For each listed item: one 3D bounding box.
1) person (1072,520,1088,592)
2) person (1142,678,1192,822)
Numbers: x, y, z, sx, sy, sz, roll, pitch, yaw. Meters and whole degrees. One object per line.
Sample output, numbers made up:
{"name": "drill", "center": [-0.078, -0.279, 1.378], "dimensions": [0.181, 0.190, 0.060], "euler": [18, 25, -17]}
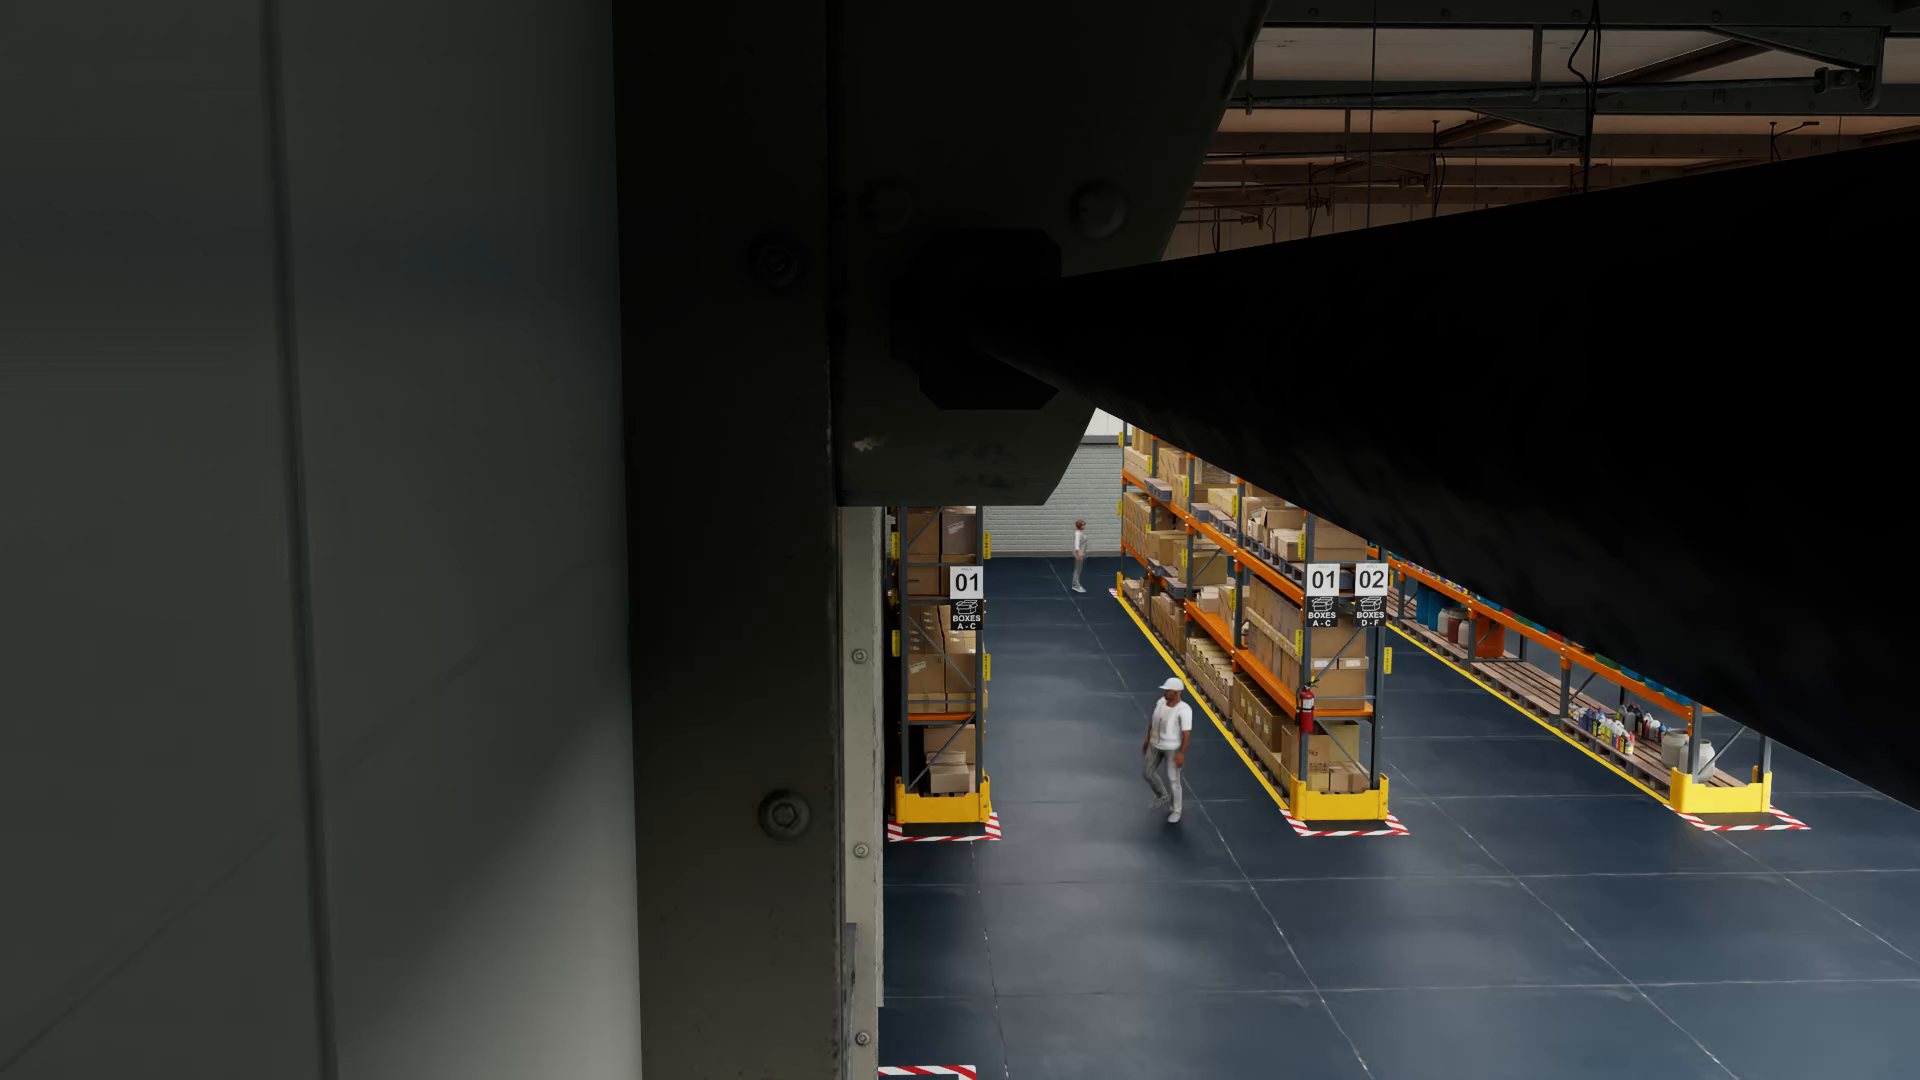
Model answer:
{"name": "person", "center": [2.671, 0.343, 37.030], "dimensions": [0.343, 1.610, 0.482], "euler": [3, 8, 17]}
{"name": "person", "center": [2.556, 2.565, 20.608], "dimensions": [0.671, 1.763, 0.468], "euler": [8, 11, 43]}
